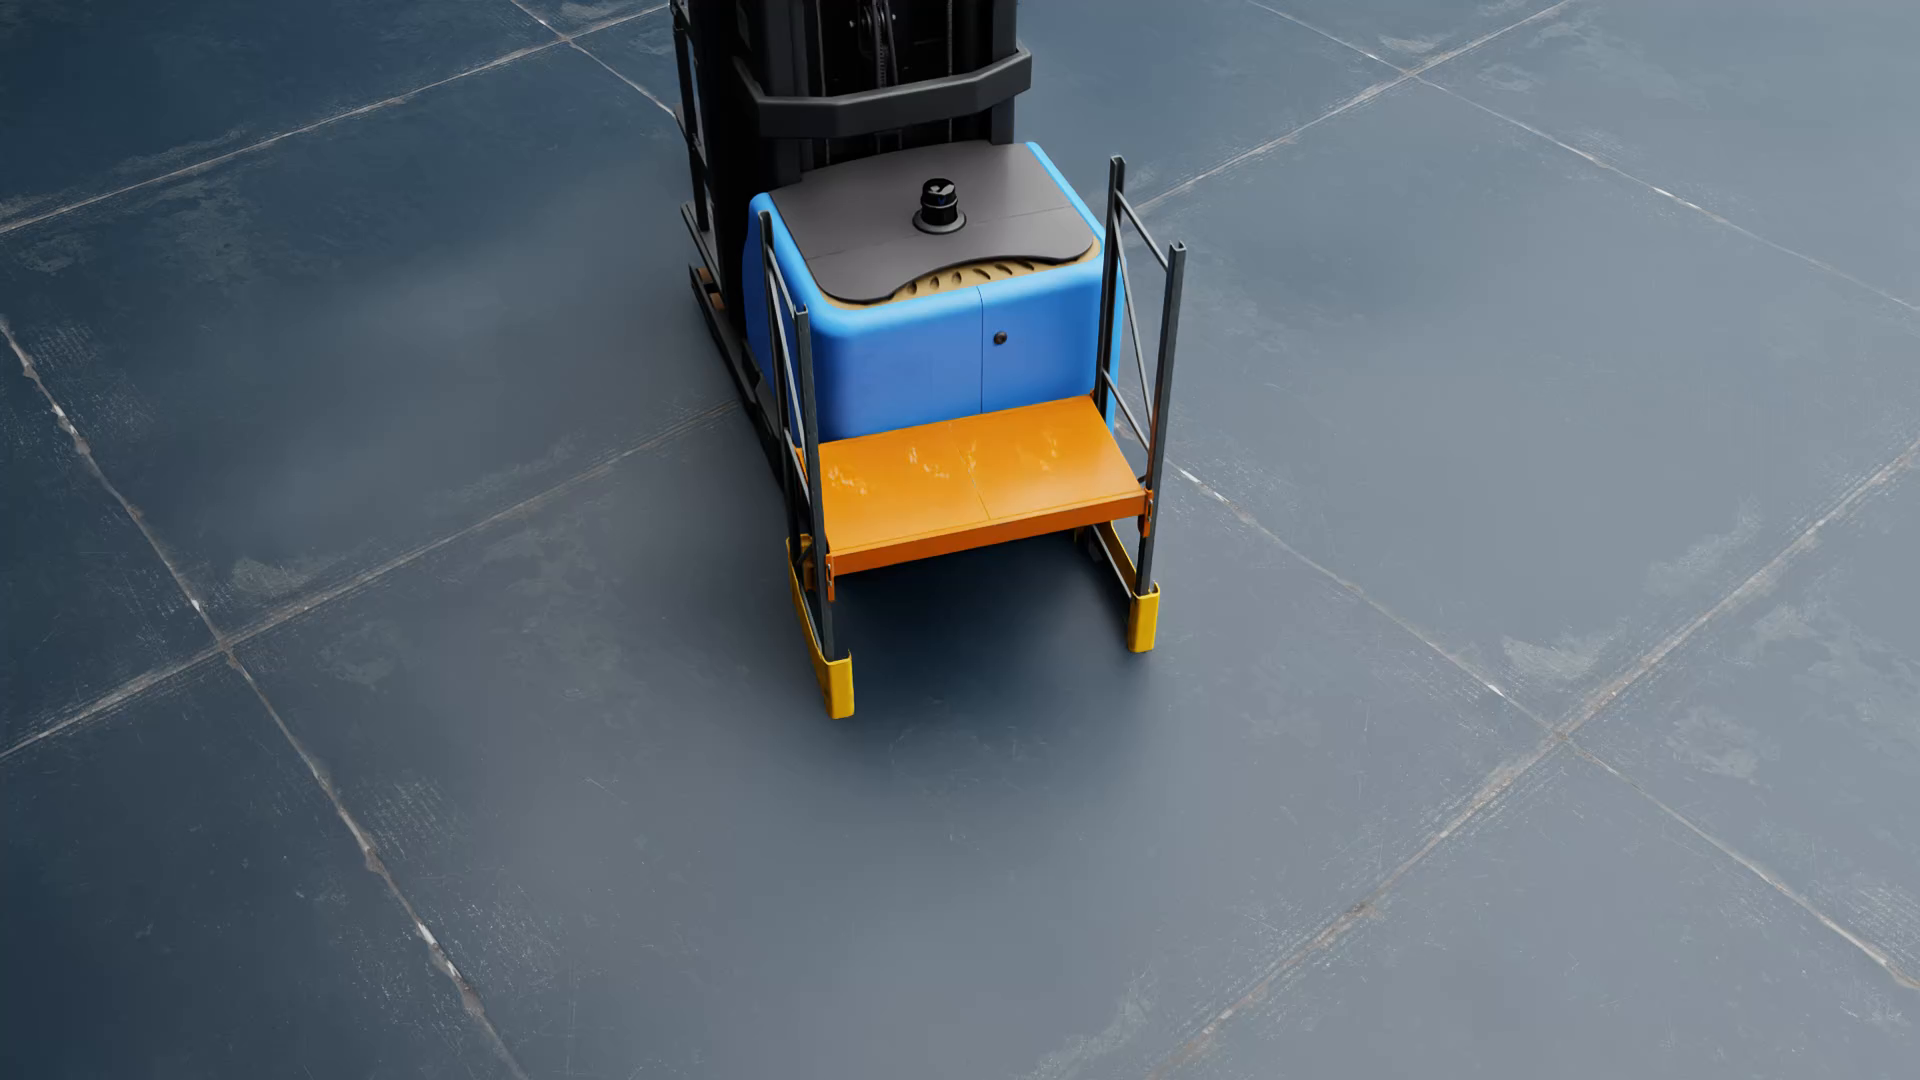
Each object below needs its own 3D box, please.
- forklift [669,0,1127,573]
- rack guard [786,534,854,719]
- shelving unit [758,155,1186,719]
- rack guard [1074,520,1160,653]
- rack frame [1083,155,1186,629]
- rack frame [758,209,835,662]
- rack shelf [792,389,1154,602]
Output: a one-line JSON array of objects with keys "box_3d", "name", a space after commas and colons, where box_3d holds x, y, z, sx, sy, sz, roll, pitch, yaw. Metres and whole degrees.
[{"box_3d": [-0.450, -1.980, 5.717, 1.130, 2.935, 3.031, -14, 45, -15], "name": "forklift"}, {"box_3d": [-0.445, 0.268, 5.282, 0.087, 0.250, 0.587, -11, 44, -12], "name": "rack guard"}, {"box_3d": [0.032, -0.284, 4.956, 1.083, 1.500, 0.587, -11, 44, -12], "name": "shelving unit"}, {"box_3d": [0.510, 0.076, 5.486, 0.087, 0.250, 0.587, -11, 44, -12], "name": "rack guard"}, {"box_3d": [0.512, -0.379, 5.058, 0.032, 1.500, 0.500, -11, 44, -12], "name": "rack frame"}, {"box_3d": [-0.464, -0.184, 4.850, 0.032, 1.500, 0.500, -11, 44, -12], "name": "rack frame"}, {"box_3d": [0.024, -0.151, 5.078, 1.000, 0.185, 0.538, -11, 44, -12], "name": "rack shelf"}]
